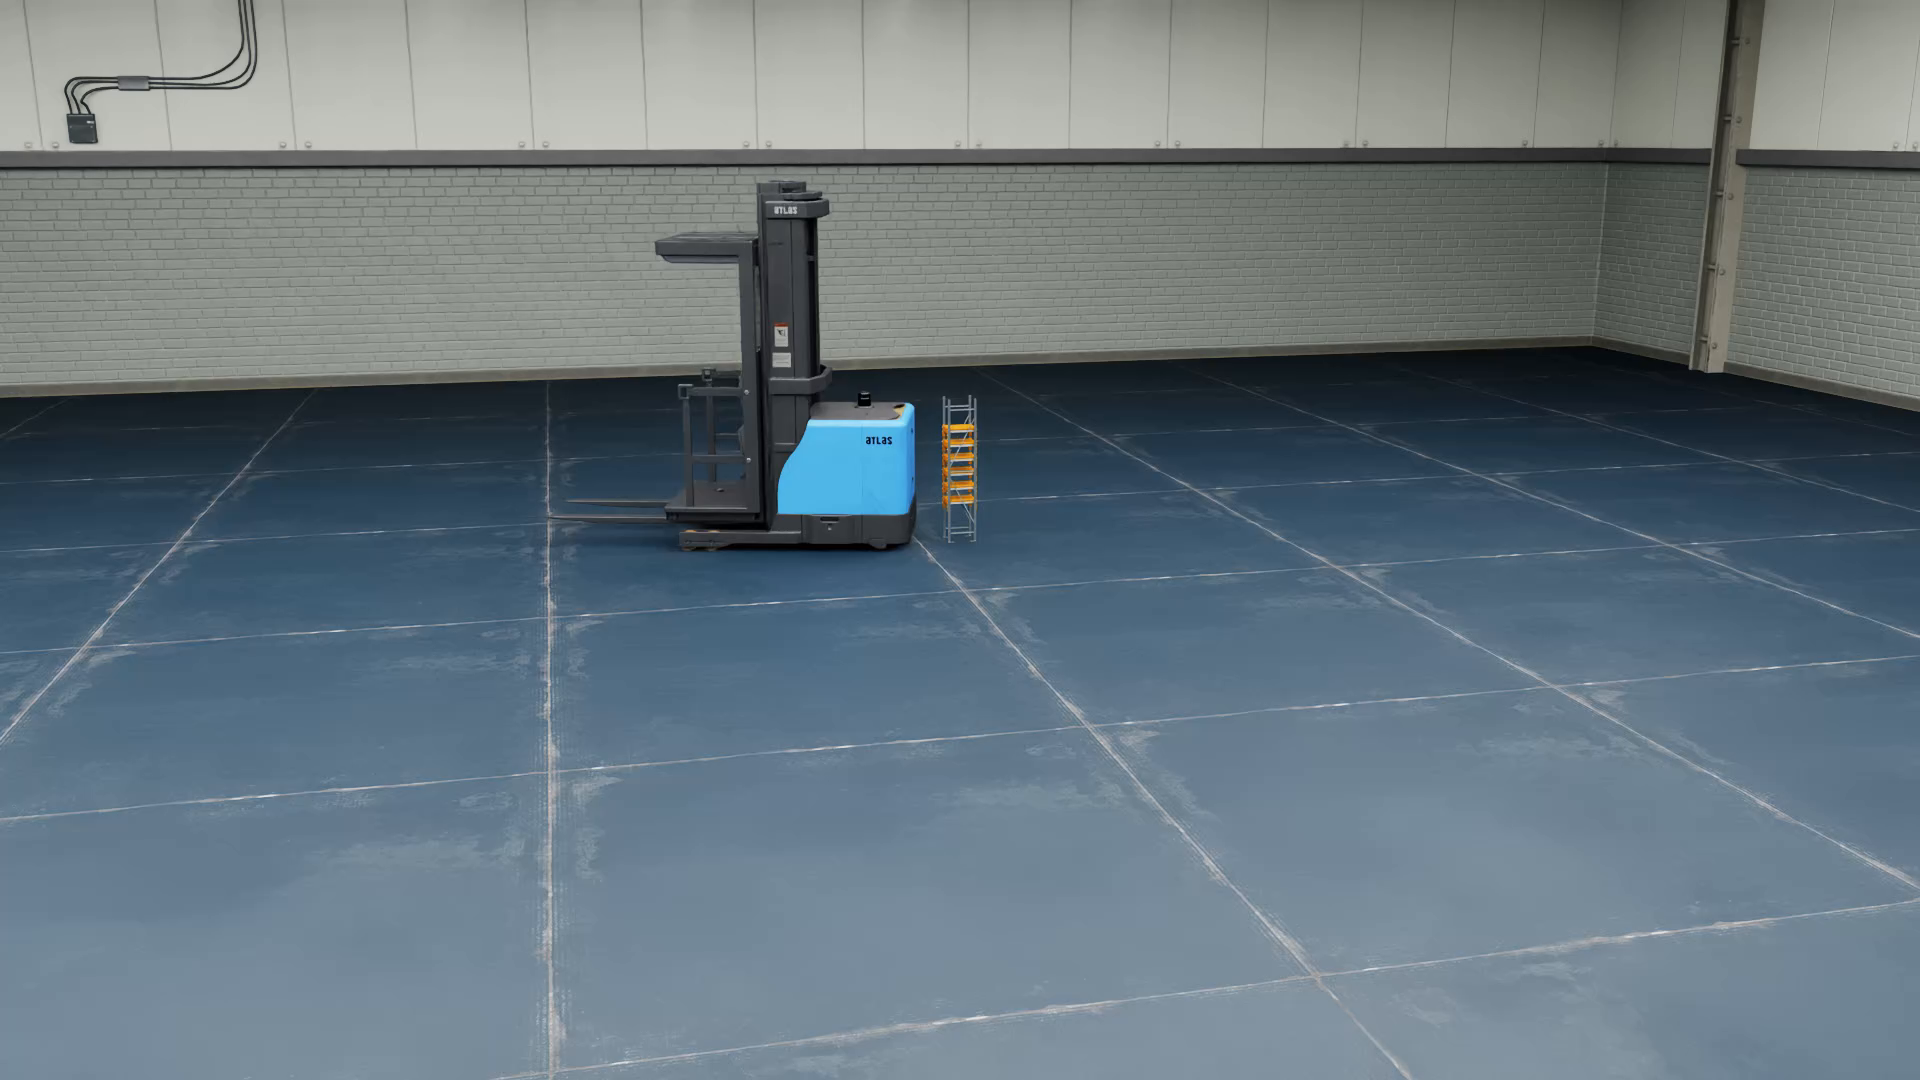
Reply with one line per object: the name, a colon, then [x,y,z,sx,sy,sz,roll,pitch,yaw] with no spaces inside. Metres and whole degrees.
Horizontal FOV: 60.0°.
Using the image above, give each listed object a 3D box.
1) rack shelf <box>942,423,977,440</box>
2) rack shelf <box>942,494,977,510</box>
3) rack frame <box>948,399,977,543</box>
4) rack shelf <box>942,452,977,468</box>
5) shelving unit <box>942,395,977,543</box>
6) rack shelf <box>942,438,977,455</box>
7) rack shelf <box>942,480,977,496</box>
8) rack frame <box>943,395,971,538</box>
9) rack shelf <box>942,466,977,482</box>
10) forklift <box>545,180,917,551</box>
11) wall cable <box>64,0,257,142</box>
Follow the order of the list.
rack shelf: [-0.003,-0.893,13.723,0.258,0.103,0.180,-3,14,-13]
rack shelf: [-0.003,-0.310,13.866,0.258,0.103,0.180,-3,14,-13]
rack frame: [0.018,-0.565,13.712,0.240,1.200,0.006,-3,14,-13]
rack shelf: [-0.003,-0.660,13.780,0.258,0.103,0.180,-3,14,-13]
shelving unit: [-0.003,-0.586,13.798,0.258,1.200,0.189,-3,14,-13]
rack shelf: [-0.003,-0.776,13.752,0.258,0.103,0.180,-3,14,-13]
rack shelf: [-0.003,-0.426,13.837,0.258,0.103,0.180,-3,14,-13]
rack frame: [-0.025,-0.607,13.885,0.240,1.200,0.006,-3,14,-13]
rack shelf: [-0.003,-0.543,13.809,0.258,0.103,0.180,-3,14,-13]
forklift: [-1.908,-1.461,13.732,3.031,2.935,1.130,1,14,2]
wall cable: [-10.068,-7.980,20.463,2.305,6.003,0.169,-3,14,-13]
